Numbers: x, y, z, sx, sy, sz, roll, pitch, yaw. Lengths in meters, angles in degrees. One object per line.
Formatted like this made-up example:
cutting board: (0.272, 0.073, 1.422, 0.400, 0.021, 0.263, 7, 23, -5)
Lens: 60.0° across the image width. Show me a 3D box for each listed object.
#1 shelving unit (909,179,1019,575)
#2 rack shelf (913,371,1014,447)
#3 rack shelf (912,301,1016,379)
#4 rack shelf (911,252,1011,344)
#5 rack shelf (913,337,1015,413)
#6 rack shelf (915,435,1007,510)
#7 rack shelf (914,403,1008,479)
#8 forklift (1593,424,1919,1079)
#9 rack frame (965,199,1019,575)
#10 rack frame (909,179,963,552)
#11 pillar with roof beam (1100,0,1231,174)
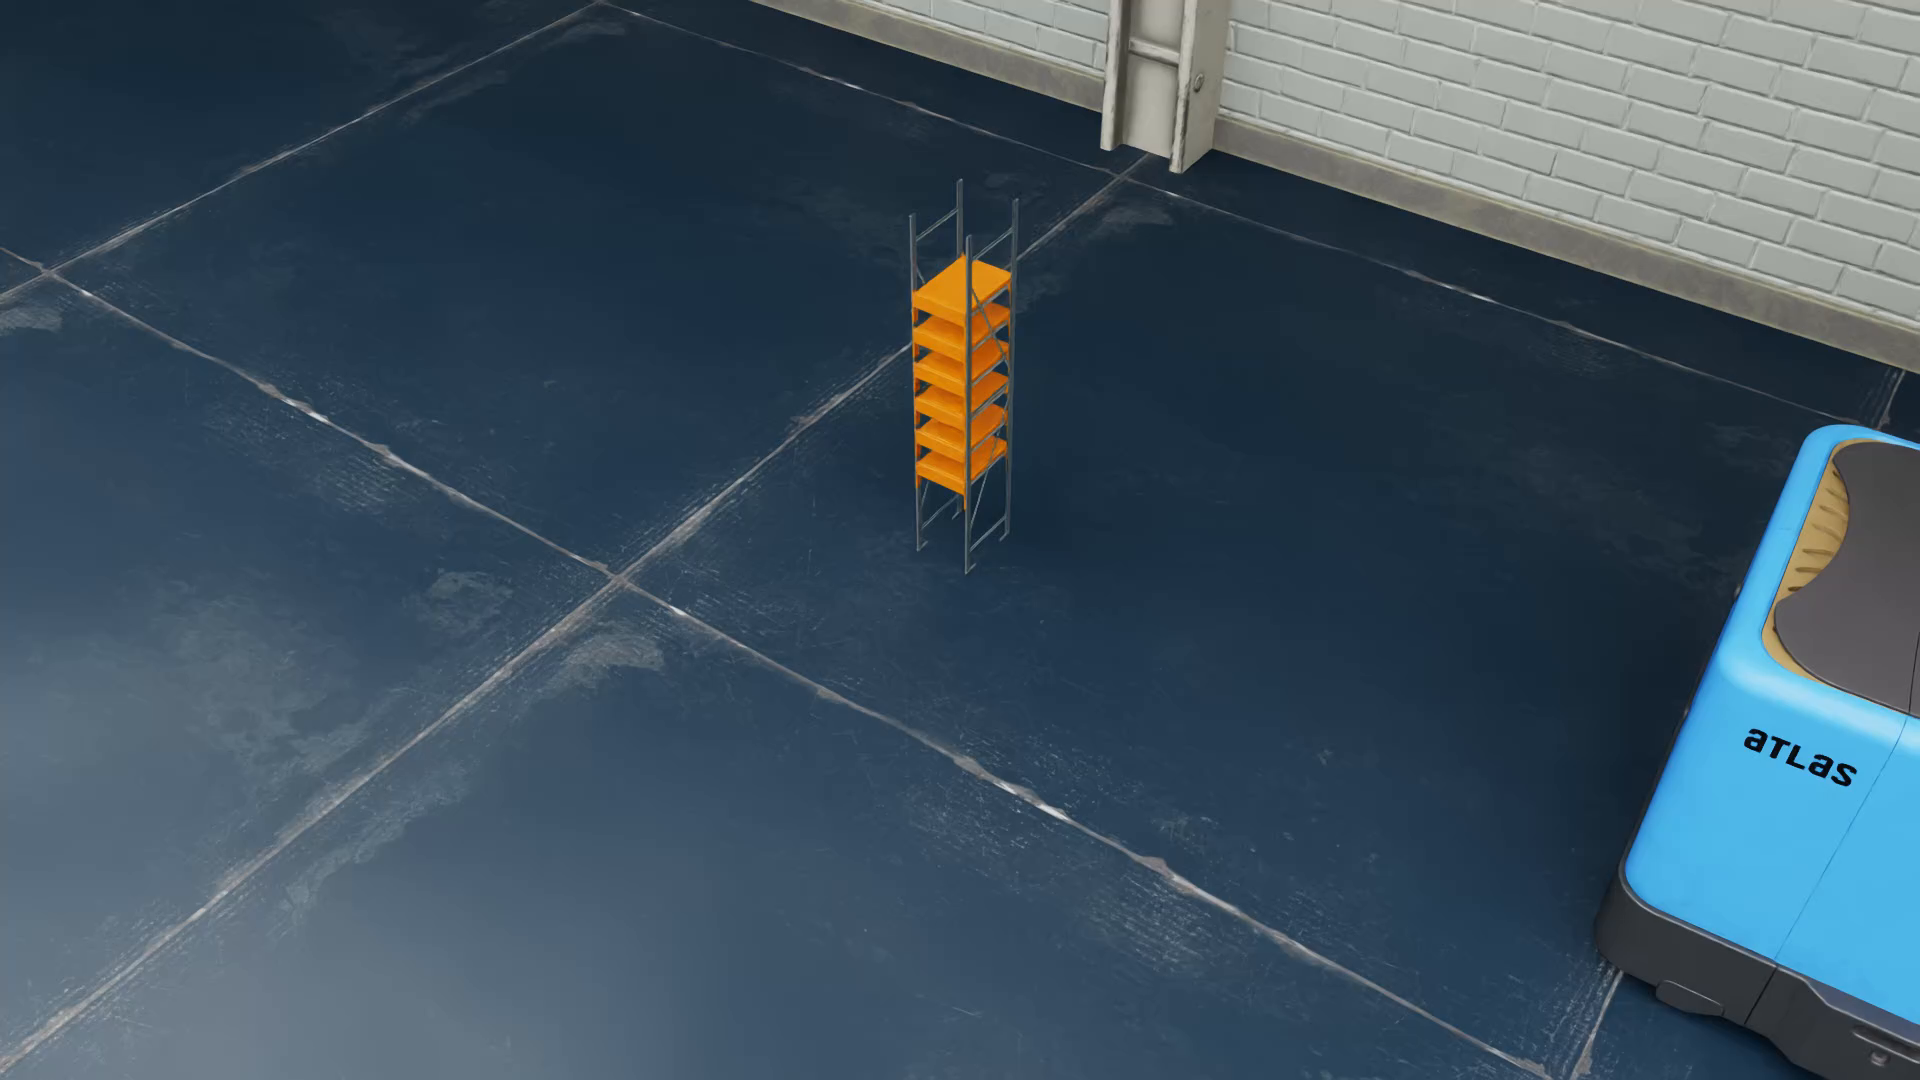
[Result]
shelving unit: (0.012, -0.442, 4.844, 0.189, 1.200, 0.258, 25, 48, 25)
rack shelf: (0.012, -0.408, 4.873, 0.180, 0.103, 0.258, 25, 48, 25)
rack shelf: (0.012, -0.587, 4.713, 0.180, 0.103, 0.258, 25, 48, 25)
rack shelf: (0.012, -0.677, 4.633, 0.180, 0.103, 0.258, 25, 48, 25)
rack shelf: (0.012, -0.498, 4.793, 0.180, 0.103, 0.258, 25, 48, 25)
rack shelf: (0.012, -0.230, 5.033, 0.180, 0.103, 0.258, 25, 48, 25)
rack shelf: (0.012, -0.319, 4.953, 0.180, 0.103, 0.258, 25, 48, 25)
forklift: (3.064, 0.206, 2.822, 3.031, 2.935, 1.130, 23, 47, 24)
rack frame: (0.087, -0.407, 4.805, 0.006, 1.200, 0.240, 25, 48, 25)
rack frame: (-0.063, -0.477, 4.883, 0.006, 1.200, 0.240, 25, 48, 25)
pillar with roof beam: (-1.624, -2.694, 1.513, 0.400, 9.000, 9.100, 25, 48, 25)
